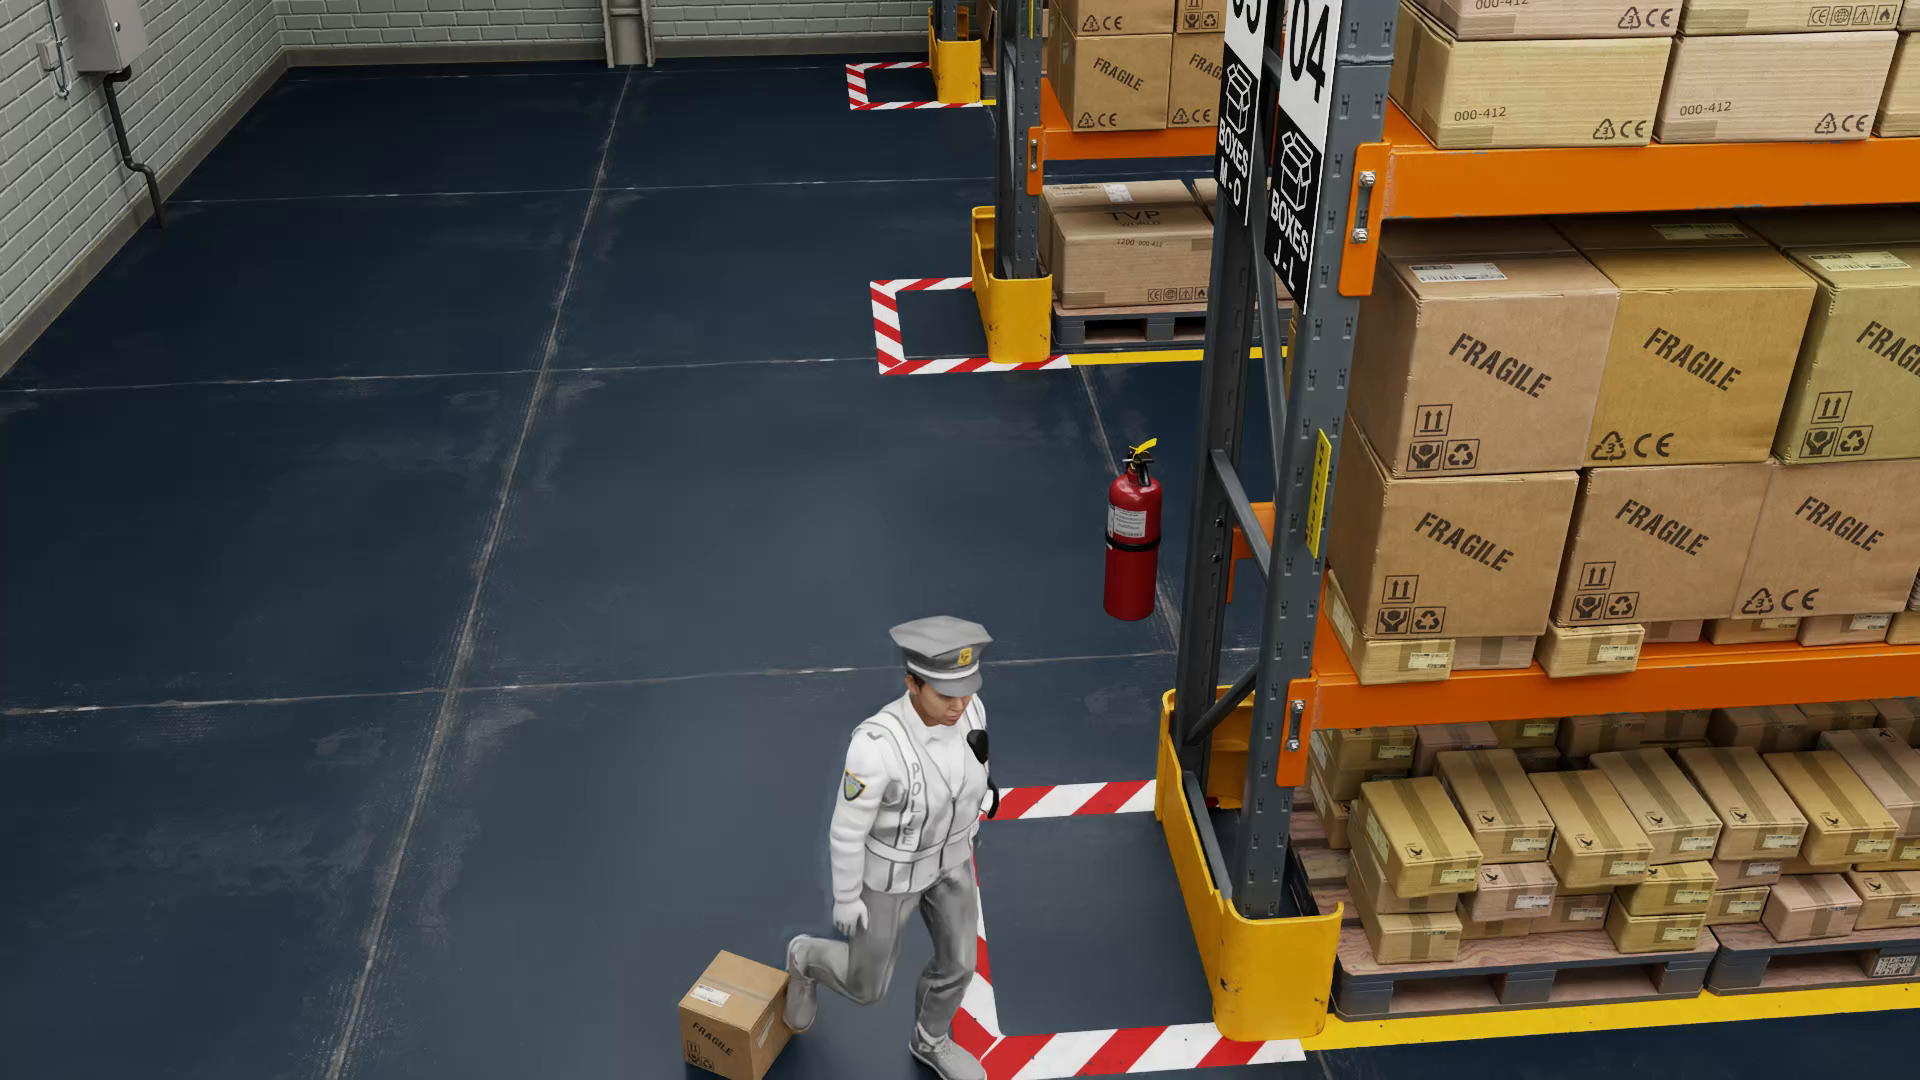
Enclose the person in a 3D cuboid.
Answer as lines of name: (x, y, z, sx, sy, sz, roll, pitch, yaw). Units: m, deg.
person: (-0.216, 0.856, 4.708, 0.518, 1.647, 0.671, -25, 39, -34)
